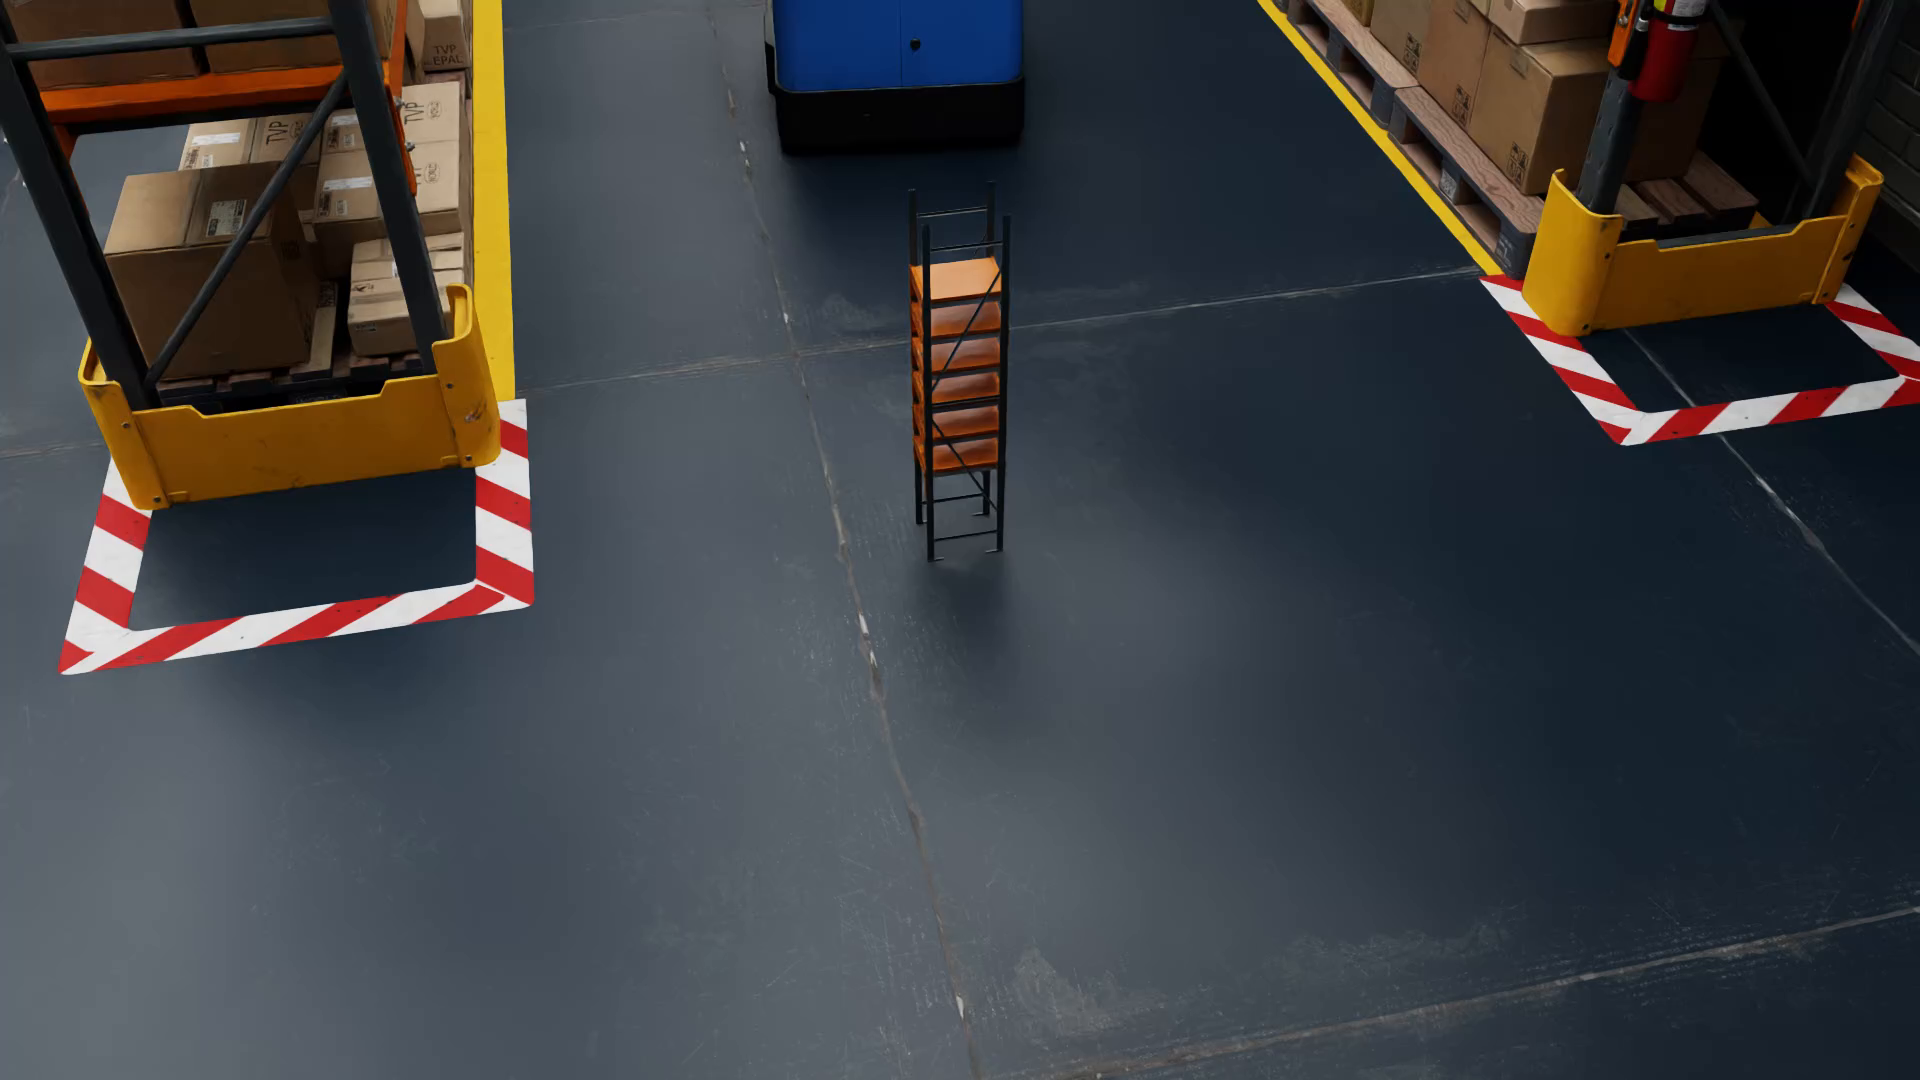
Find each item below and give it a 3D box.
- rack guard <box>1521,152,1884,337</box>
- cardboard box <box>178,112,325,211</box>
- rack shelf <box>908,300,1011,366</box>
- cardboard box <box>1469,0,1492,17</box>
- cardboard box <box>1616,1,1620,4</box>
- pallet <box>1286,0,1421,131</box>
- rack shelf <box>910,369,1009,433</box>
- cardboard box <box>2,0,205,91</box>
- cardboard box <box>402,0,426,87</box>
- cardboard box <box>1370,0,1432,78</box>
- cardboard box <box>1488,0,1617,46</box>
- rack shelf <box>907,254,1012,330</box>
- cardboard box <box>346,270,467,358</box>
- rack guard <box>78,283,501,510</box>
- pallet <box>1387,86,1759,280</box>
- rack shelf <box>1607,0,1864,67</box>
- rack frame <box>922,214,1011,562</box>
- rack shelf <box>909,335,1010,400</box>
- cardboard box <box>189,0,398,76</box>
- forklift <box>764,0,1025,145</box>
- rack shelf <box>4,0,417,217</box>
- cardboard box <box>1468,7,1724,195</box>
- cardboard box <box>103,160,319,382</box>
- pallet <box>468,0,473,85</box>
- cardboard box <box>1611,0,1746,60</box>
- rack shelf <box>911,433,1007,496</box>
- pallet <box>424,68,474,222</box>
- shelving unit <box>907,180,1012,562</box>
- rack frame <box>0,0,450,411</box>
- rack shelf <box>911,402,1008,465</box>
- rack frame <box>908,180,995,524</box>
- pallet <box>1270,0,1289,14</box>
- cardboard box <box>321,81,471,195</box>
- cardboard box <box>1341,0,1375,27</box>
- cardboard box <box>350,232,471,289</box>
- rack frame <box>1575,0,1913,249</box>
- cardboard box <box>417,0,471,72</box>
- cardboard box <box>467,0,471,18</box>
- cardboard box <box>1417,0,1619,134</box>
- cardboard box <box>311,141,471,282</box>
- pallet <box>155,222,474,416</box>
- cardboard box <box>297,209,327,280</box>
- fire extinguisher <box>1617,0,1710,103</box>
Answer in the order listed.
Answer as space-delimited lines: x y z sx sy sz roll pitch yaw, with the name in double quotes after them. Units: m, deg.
2.720 -1.117 6.131 1.175 0.500 0.348 -8 42 -9 "rack guard"
-2.655 -1.428 6.339 0.500 0.250 0.500 -8 42 -9 "cardboard box"
-0.003 -0.604 4.732 0.258 0.103 0.180 -8 42 -9 "rack shelf"
2.204 -2.194 6.540 0.380 0.149 0.250 -7 42 -8 "cardboard box"
2.578 -2.247 6.600 0.380 0.149 0.250 -8 42 -9 "cardboard box"
2.206 -2.320 7.705 1.003 0.211 1.213 -8 42 -9 "pallet"
-0.003 -0.425 4.892 0.258 0.103 0.180 -8 42 -9 "rack shelf"
-2.484 -1.643 4.767 0.500 0.500 0.500 -7 42 -8 "cardboard box"
-2.574 -1.961 6.749 0.797 0.503 0.637 -8 42 -9 "cardboard box"
2.249 -2.379 7.237 0.700 0.500 0.500 -10 42 -11 "cardboard box"
2.260 -2.028 6.353 0.380 0.149 0.250 -9 42 -10 "cardboard box"
-0.003 -0.694 4.653 0.258 0.103 0.180 -8 42 -9 "rack shelf"
-1.876 -0.774 5.678 0.380 0.149 0.250 -8 42 -9 "cardboard box"
-2.138 -0.469 5.402 1.175 0.500 0.348 -8 42 -9 "rack guard"
2.466 -1.531 6.816 1.003 0.211 1.213 -8 42 -9 "pallet"
2.283 -3.094 7.018 1.077 0.370 4.000 -8 42 -9 "rack shelf"
0.017 -0.399 4.795 0.240 1.200 0.006 -8 42 -9 "rack frame"
-0.003 -0.515 4.812 0.258 0.103 0.180 -8 42 -9 "rack shelf"
-1.960 -1.718 4.850 0.500 0.500 0.500 -8 42 -8 "cardboard box"
-0.385 -3.737 7.252 1.130 2.935 3.031 -4 42 -4 "forklift"
-2.553 -2.382 6.216 1.077 0.370 4.000 -8 42 -9 "rack shelf"
2.466 -1.729 6.504 0.700 0.500 0.500 -8 42 -9 "cardboard box"
-2.479 -0.902 5.558 0.500 0.500 0.500 -8 42 -9 "cardboard box"
-2.837 -2.459 7.862 1.003 0.211 1.213 -8 42 -9 "pallet"
2.688 -1.919 6.230 0.380 0.149 0.250 -8 42 -9 "cardboard box"
-0.003 -0.245 5.051 0.258 0.103 0.180 -8 42 -9 "rack shelf"
-2.571 -1.667 6.969 1.003 0.211 1.213 -8 42 -9 "pallet"
-0.003 -0.458 4.862 0.258 1.200 0.189 -8 42 -9 "shelving unit"
-2.121 -1.355 4.517 1.000 3.000 0.127 -8 42 -9 "rack frame"
-0.003 -0.335 4.971 0.258 0.103 0.180 -8 42 -9 "rack shelf"
-0.023 -0.517 4.929 0.240 1.200 0.006 -8 42 -9 "rack frame"
1.939 -3.113 8.598 1.003 0.211 1.213 -8 42 -9 "pallet"
-2.178 -1.532 6.456 0.500 0.250 0.500 -8 42 -9 "cardboard box"
2.126 -2.723 7.625 0.700 0.500 0.500 -7 42 -8 "cardboard box"
-1.930 -0.942 5.855 0.380 0.166 0.250 -8 42 -9 "cardboard box"
2.715 -2.067 5.319 1.000 3.000 0.127 -8 42 -9 "rack frame"
-2.423 -2.292 7.266 0.500 0.311 0.500 -8 42 -9 "cardboard box"
-2.445 -2.483 7.604 0.380 0.149 0.250 -8 42 -9 "cardboard box"
2.358 -2.053 6.870 0.700 0.500 0.500 -8 42 -9 "cardboard box"
-2.070 -1.208 6.091 0.500 0.250 0.500 -8 42 -9 "cardboard box"
-2.311 -0.878 6.080 1.003 0.211 1.213 -8 42 -9 "pallet"
-2.479 -1.052 5.979 0.380 0.166 0.250 -8 42 -9 "cardboard box"
2.297 -1.735 5.284 0.296 0.674 0.183 -8 42 -9 "fire extinguisher"
